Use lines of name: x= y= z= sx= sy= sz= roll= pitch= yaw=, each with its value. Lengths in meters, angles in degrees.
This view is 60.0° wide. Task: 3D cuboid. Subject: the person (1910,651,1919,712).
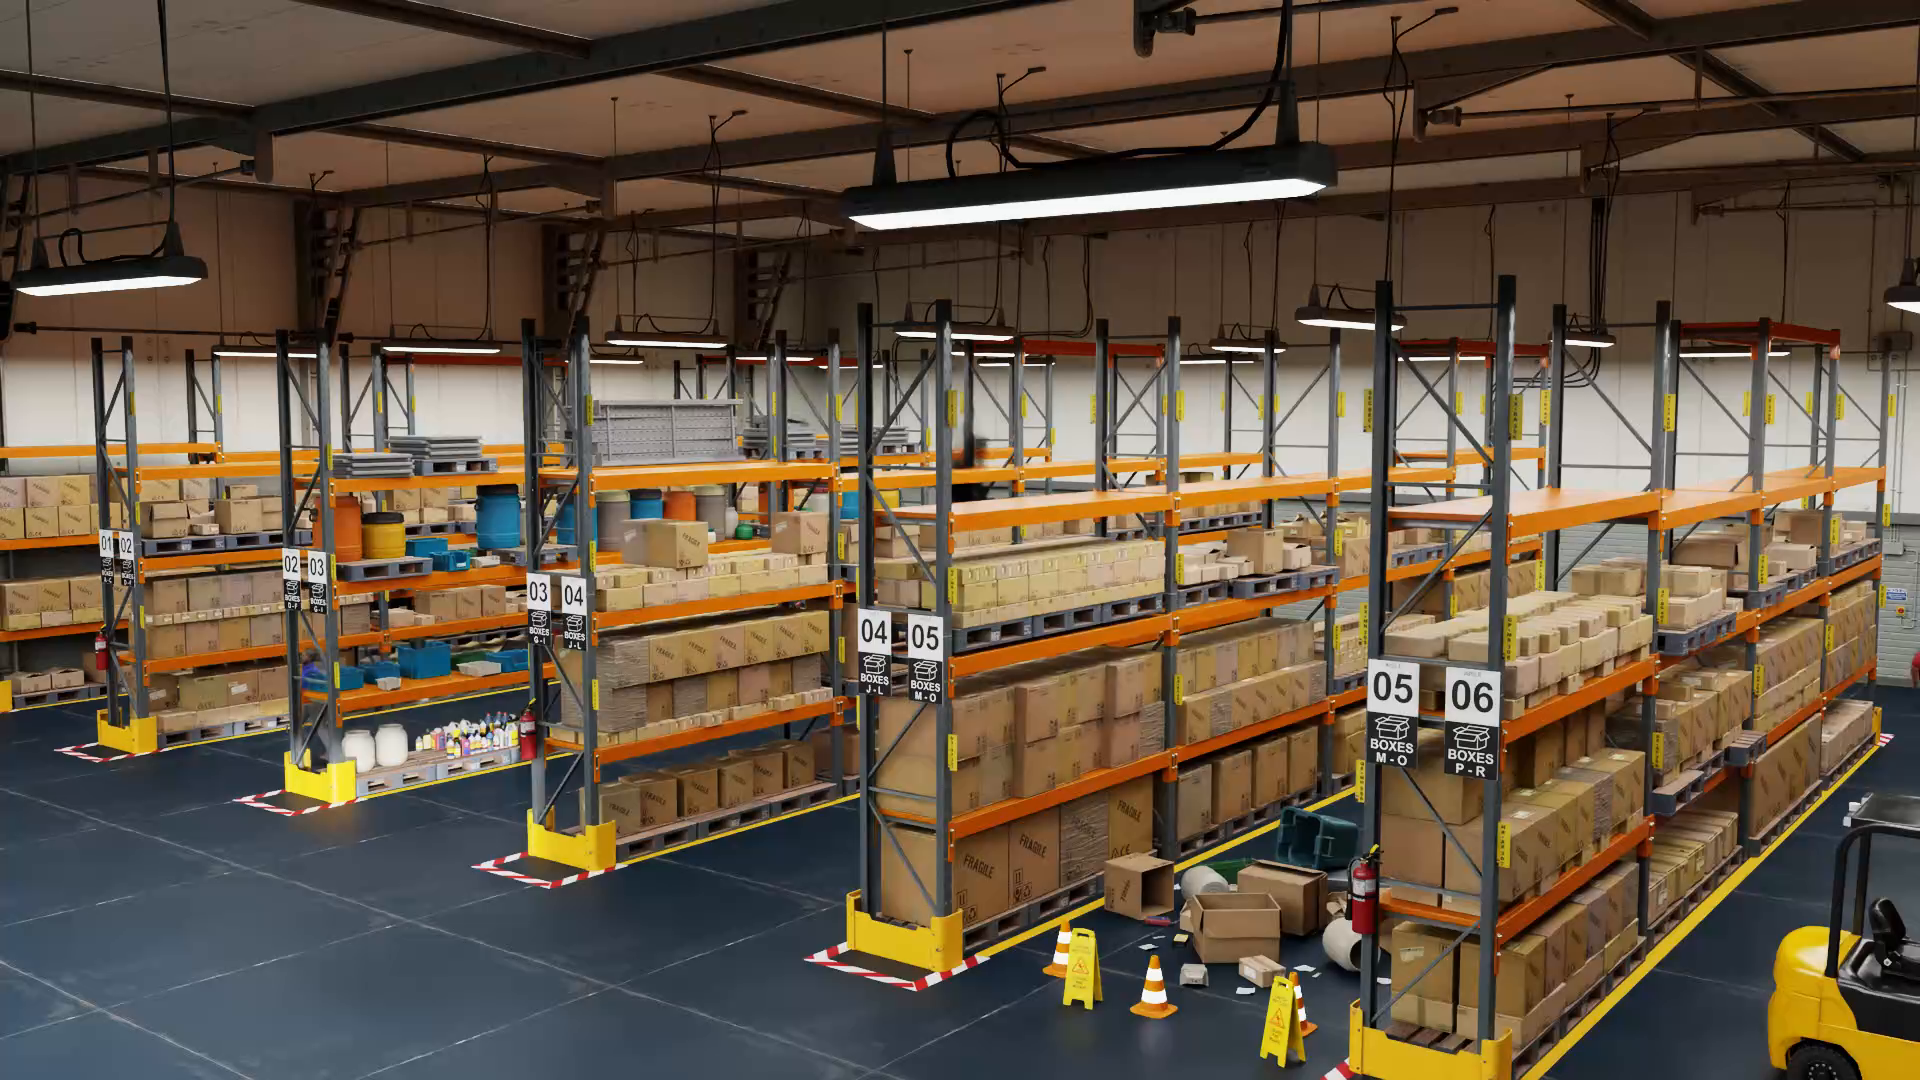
person: x=14.393 y=2.196 z=24.609 sx=0.714 sy=1.657 sz=0.502 roll=1 pitch=5 yaw=14

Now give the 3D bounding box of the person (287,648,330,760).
person: x=-9.025 y=2.339 z=23.177 sx=0.543 sy=1.695 sz=0.740 roll=4 pitch=7 yaw=41

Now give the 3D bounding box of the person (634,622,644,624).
person: x=-5.625 y=1.779 z=29.075 sx=0.730 sy=1.726 sz=0.594 roll=3 pitch=6 yaw=35
